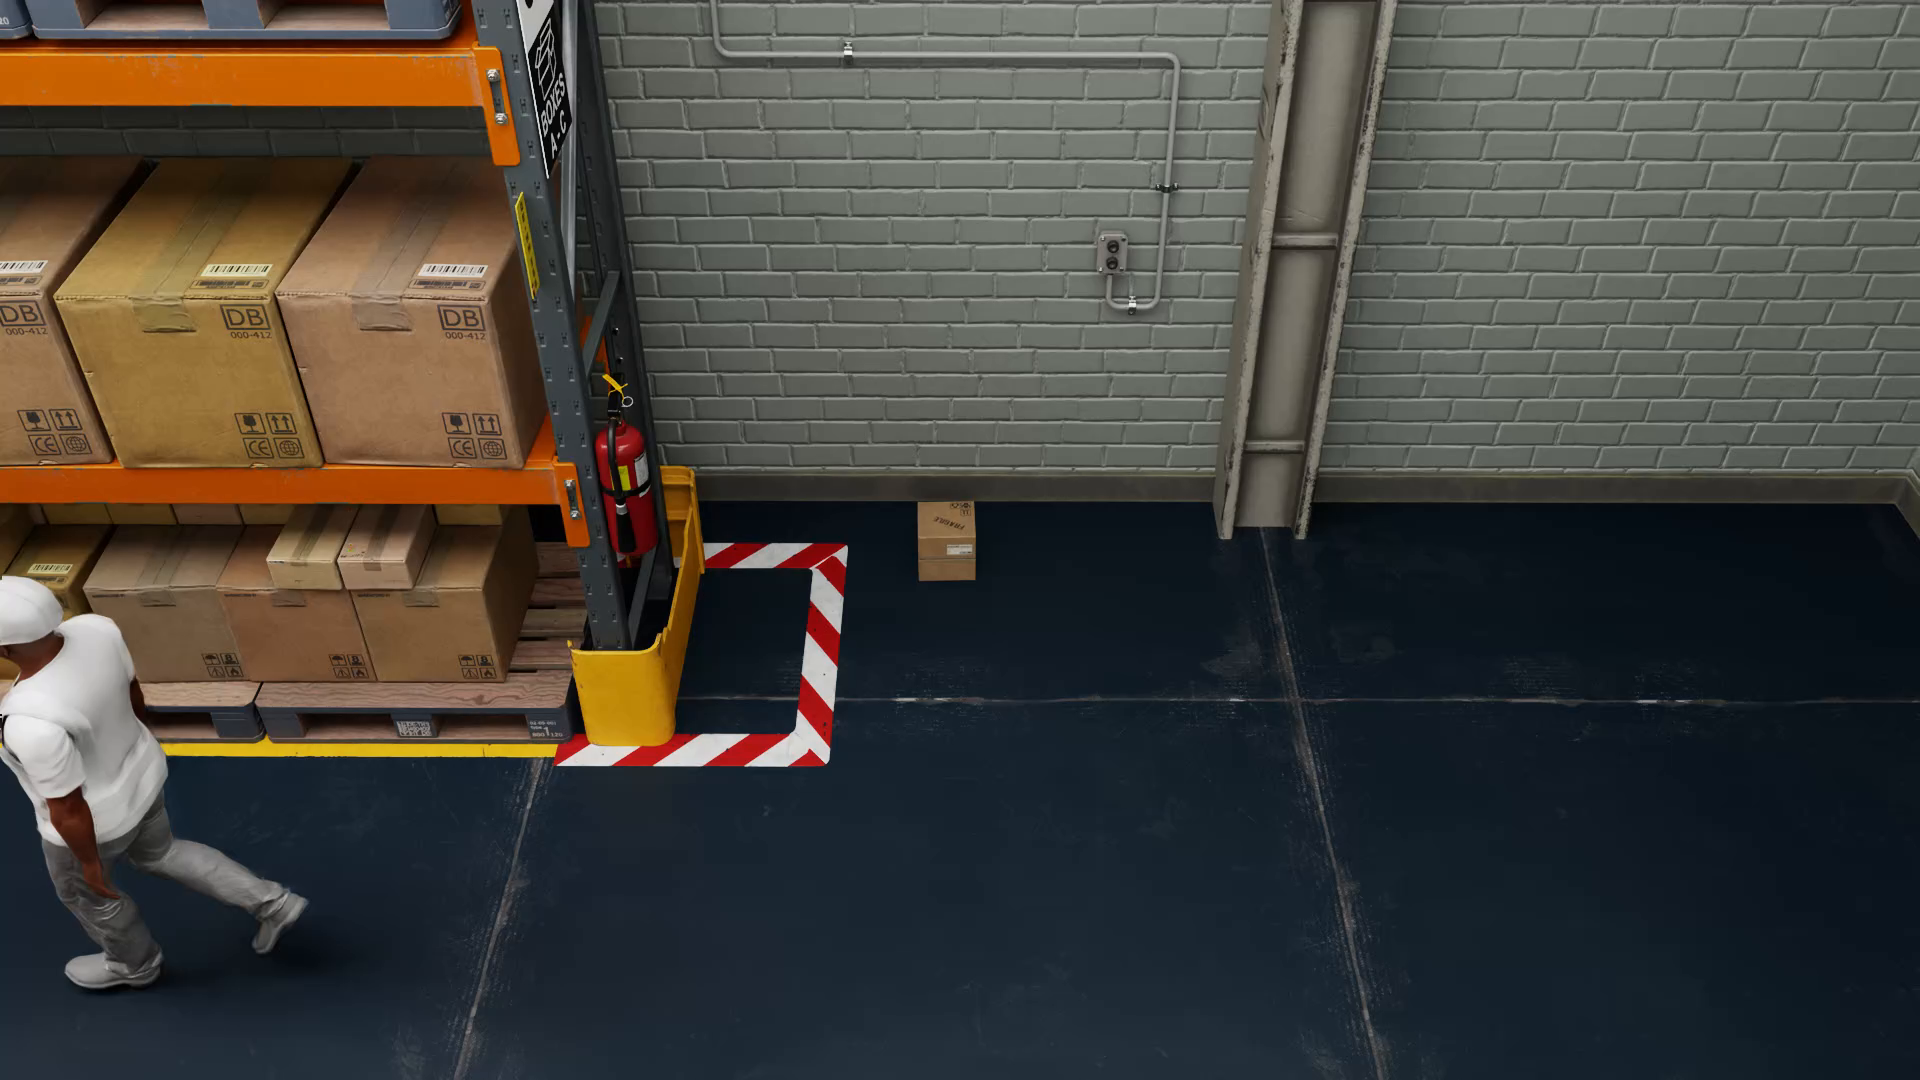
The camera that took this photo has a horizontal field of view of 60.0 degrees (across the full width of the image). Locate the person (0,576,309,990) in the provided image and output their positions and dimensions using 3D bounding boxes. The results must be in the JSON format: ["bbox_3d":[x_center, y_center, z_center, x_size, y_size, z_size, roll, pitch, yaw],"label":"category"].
[{"bbox_3d":[-2.608,0.779,5.175,0.842,1.742,0.596,3,39,3],"label":"person"}]
